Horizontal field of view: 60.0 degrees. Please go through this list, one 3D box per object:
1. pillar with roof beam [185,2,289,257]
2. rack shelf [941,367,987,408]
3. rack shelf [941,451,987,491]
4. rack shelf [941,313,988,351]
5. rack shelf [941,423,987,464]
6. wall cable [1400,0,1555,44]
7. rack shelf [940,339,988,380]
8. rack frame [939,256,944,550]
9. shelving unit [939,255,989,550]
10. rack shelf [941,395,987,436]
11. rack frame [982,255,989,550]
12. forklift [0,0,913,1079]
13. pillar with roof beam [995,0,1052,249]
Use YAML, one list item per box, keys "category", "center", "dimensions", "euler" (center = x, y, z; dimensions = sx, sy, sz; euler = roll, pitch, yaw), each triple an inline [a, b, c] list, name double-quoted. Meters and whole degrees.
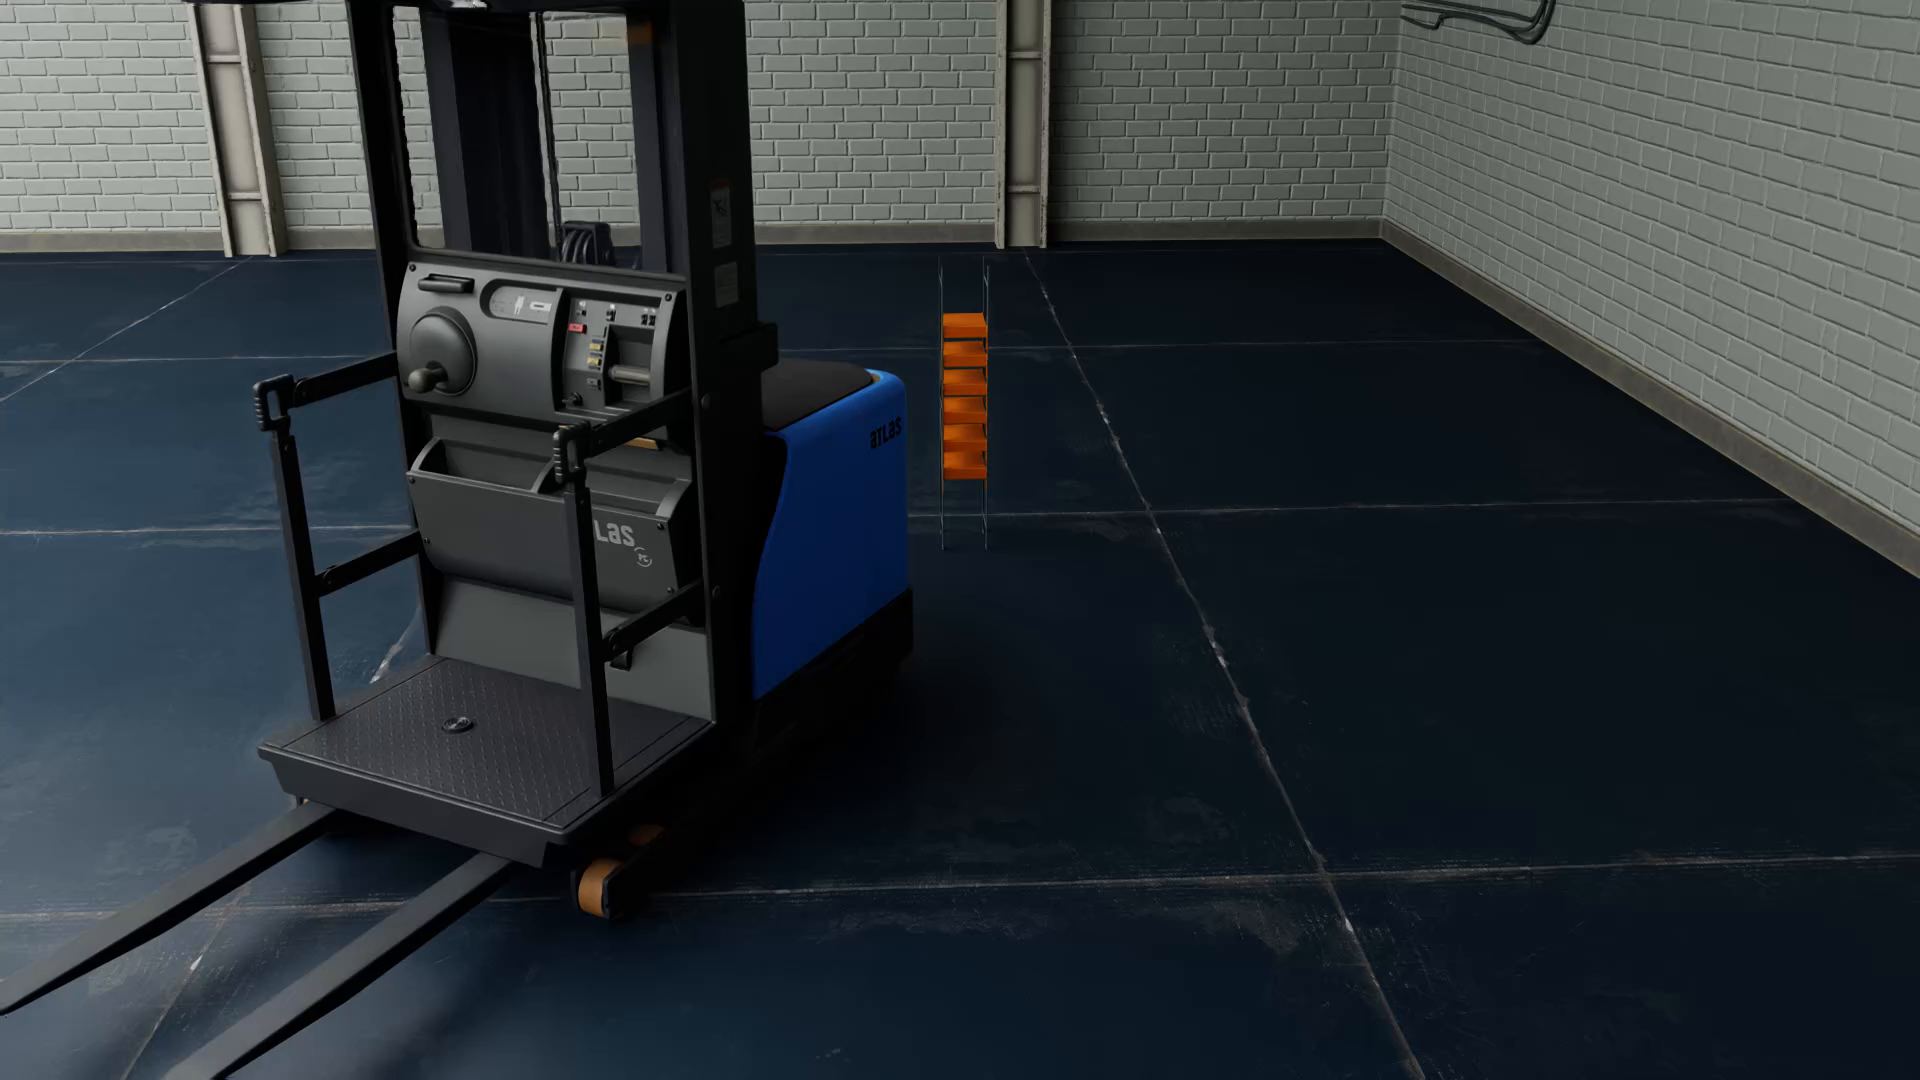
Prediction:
- category: "pillar with roof beam"
  center: [-5.257, -4.926, 7.413]
  dimensions: [0.400, 9.000, 9.100]
  euler: [-1, 21, -3]
- category: "rack shelf"
  center: [0.014, -0.632, 6.881]
  dimensions: [0.180, 0.103, 0.258]
  euler: [-1, 21, -3]
- category: "rack shelf"
  center: [0.014, -0.295, 7.009]
  dimensions: [0.180, 0.103, 0.258]
  euler: [-1, 21, -3]
- category: "rack shelf"
  center: [0.014, -0.856, 6.796]
  dimensions: [0.180, 0.103, 0.258]
  euler: [-1, 21, -3]
- category: "rack shelf"
  center: [0.014, -0.407, 6.967]
  dimensions: [0.180, 0.103, 0.258]
  euler: [-1, 21, -3]
- category: "wall cable"
  center: [3.504, -4.716, 11.226]
  dimensions: [0.112, 2.526, 3.097]
  euler: [-1, 21, -3]
- category: "rack shelf"
  center: [0.014, -0.744, 6.839]
  dimensions: [0.180, 0.103, 0.258]
  euler: [-1, 21, -3]
- category: "rack frame"
  center: [-0.077, -0.559, 6.903]
  dimensions: [0.006, 1.200, 0.240]
  euler: [-1, 21, -3]
- category: "shelving unit"
  center: [0.014, -0.561, 6.908]
  dimensions: [0.189, 1.200, 0.258]
  euler: [-1, 21, -3]
- category: "rack shelf"
  center: [0.014, -0.520, 6.924]
  dimensions: [0.180, 0.103, 0.258]
  euler: [-1, 21, -3]
- category: "rack frame"
  center: [0.106, -0.563, 6.913]
  dimensions: [0.006, 1.200, 0.240]
  euler: [-1, 21, -3]
- category: "forklift"
  center: [-1.266, -0.532, 4.400]
  dimensions: [1.130, 2.935, 3.031]
  euler: [10, 23, 24]
- category: "pillar with roof beam"
  center: [0.733, -5.048, 7.733]
  dimensions: [0.400, 9.000, 9.100]
  euler: [-1, 21, -3]
